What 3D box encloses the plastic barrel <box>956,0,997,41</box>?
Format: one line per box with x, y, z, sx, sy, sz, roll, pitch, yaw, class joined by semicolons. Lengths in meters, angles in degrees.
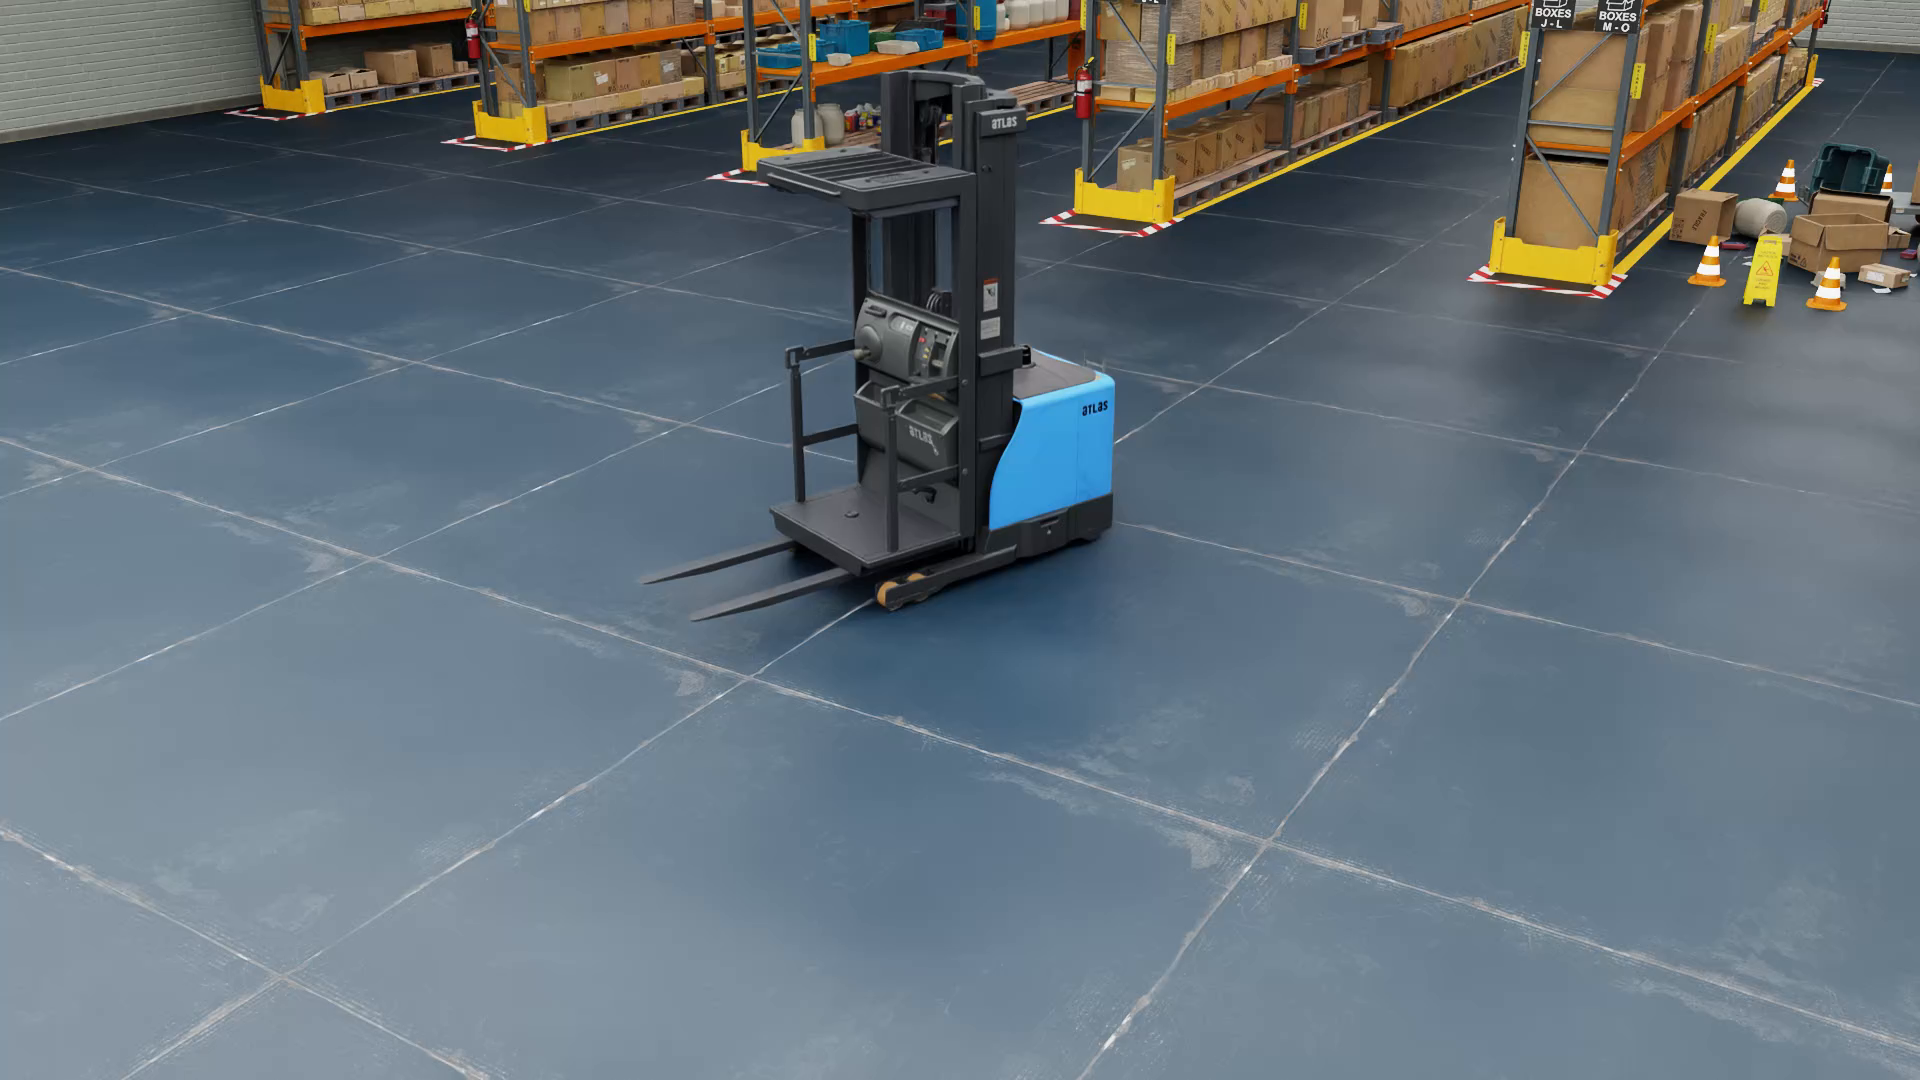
0.243;-7.855;24.488;0.600;0.901;0.708;14;27;29;plastic barrel

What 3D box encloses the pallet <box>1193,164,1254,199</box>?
3.022;-4.593;21.093;1.003;0.211;1.213;14;27;29;pallet

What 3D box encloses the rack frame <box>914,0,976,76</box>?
-0.219;-7.558;24.433;1.000;3.000;0.127;14;27;29;rack frame

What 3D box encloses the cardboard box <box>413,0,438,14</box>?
-9.150;-9.012;27.954;0.500;0.250;0.500;14;27;29;cardboard box

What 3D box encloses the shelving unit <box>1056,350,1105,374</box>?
0.790;-0.719;11.088;0.252;1.050;0.215;-17;29;-34;shelving unit

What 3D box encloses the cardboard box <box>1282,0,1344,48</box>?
4.527;-7.227;22.384;1.000;1.000;1.000;14;27;29;cardboard box

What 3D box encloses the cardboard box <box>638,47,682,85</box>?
-4.757;-7.504;26.296;0.500;0.500;0.500;14;27;29;cardboard box

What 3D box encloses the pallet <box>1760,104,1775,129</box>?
11.960;-6.604;25.739;1.003;0.211;1.213;14;27;29;pallet

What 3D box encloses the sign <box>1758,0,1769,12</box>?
10.733;-7.213;22.178;0.100;0.325;0.005;14;27;29;sign

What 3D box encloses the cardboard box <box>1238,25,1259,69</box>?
3.228;-6.212;20.824;0.875;0.500;0.500;14;27;29;cardboard box

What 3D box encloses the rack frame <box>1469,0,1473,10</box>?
8.209;-9.220;28.272;1.000;3.000;0.127;14;27;29;rack frame

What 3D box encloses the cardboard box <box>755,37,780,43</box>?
-3.381;-8.669;29.227;0.500;0.311;0.500;13;27;28;cardboard box

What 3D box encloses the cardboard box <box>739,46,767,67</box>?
-3.455;-8.215;28.178;0.500;0.311;0.500;13;27;27;cardboard box

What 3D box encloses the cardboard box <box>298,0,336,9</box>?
-10.238;-8.667;26.213;0.500;0.500;0.500;14;27;29;cardboard box

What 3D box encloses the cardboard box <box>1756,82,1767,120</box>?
11.648;-6.544;24.709;0.500;0.500;0.500;13;27;28;cardboard box

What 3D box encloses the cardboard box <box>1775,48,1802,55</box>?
14.234;-8.349;28.572;0.380;0.149;0.250;14;27;30;cardboard box

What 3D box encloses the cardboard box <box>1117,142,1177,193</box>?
2.223;-4.423;19.808;0.500;0.500;0.500;20;30;38;cardboard box

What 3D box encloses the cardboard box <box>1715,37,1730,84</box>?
9.187;-5.952;20.598;0.500;0.500;0.500;14;27;29;cardboard box

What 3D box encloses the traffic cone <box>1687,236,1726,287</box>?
7.526;-2.814;16.667;0.336;0.463;0.334;14;27;29;traffic cone

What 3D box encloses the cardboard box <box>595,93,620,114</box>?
-5.538;-6.651;25.269;0.500;0.250;0.500;14;27;29;cardboard box

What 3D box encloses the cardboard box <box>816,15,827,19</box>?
-3.393;-11.952;37.201;0.700;0.500;0.500;15;27;30;cardboard box

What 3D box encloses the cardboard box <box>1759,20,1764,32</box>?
11.230;-7.346;23.731;0.380;0.149;0.250;15;28;31;cardboard box

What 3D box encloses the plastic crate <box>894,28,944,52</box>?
-0.572;-7.059;23.468;0.499;0.251;0.616;14;27;29;plastic crate

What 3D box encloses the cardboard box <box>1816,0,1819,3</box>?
14.185;-9.301;27.958;0.500;0.500;0.500;13;27;28;cardboard box

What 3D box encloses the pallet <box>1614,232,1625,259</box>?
6.395;-3.103;17.652;1.003;0.211;1.213;14;27;29;pallet

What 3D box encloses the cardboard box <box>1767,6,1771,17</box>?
11.502;-7.658;24.078;0.380;0.149;0.250;15;28;31;cardboard box

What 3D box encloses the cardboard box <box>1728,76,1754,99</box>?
10.829;-6.368;23.358;0.500;0.250;0.500;13;26;27;cardboard box

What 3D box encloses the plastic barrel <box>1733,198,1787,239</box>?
8.855;-3.560;18.440;0.421;0.421;0.512;-7;24;-17;plastic barrel

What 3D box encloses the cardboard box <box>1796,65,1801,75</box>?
13.909;-7.926;27.969;0.380;0.149;0.250;14;27;30;cardboard box

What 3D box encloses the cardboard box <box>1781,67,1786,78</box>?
12.923;-7.457;26.511;0.380;0.149;0.250;15;28;31;cardboard box

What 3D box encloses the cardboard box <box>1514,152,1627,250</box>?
6.341;-3.557;17.336;0.875;0.875;0.875;14;27;29;cardboard box

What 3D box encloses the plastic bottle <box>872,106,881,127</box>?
-1.182;-6.095;23.927;0.152;0.276;0.135;14;27;29;plastic bottle

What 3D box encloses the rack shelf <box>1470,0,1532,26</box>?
9.264;-9.565;29.974;1.077;0.370;4.000;14;27;29;rack shelf

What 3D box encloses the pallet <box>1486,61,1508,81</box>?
9.320;-8.594;30.336;1.003;0.211;1.213;14;27;29;pallet

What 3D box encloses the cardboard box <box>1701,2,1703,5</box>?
8.407;-6.120;19.727;0.700;0.500;0.500;13;27;28;cardboard box

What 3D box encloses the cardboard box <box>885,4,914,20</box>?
-1.194;-10.246;32.292;0.500;0.250;0.500;14;27;29;cardboard box

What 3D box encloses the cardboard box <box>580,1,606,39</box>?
-5.738;-7.792;24.849;0.700;0.500;0.500;14;27;29;cardboard box

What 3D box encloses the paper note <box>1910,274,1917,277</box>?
9.682;-2.717;17.002;0.142;0.019;0.148;-17;29;-35;paper note

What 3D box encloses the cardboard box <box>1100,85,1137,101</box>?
1.854;-5.194;19.288;0.380;0.149;0.250;14;27;29;cardboard box

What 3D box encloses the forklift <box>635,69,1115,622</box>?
-0.486;-1.169;9.762;3.031;2.935;1.130;-17;29;-34;forklift

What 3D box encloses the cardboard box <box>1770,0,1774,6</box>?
11.636;-7.881;24.217;0.380;0.149;0.250;13;26;27;cardboard box

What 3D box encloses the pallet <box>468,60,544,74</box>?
-8.226;-8.617;30.390;1.003;0.211;1.213;14;27;29;pallet

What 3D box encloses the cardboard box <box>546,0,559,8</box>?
-6.008;-7.768;23.975;0.380;0.149;0.250;13;27;28;cardboard box

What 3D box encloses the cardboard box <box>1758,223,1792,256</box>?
8.808;-3.226;17.867;0.396;0.266;0.258;20;30;38;cardboard box

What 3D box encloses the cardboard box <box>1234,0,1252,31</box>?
3.192;-6.446;20.105;0.500;0.500;0.500;14;27;29;cardboard box

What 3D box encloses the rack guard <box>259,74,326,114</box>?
-10.705;-7.162;26.666;1.175;0.500;0.348;14;27;29;rack guard

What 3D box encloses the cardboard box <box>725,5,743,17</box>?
-3.784;-8.738;27.475;0.380;0.149;0.250;14;27;29;cardboard box

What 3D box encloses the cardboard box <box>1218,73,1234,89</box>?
3.106;-5.587;20.196;0.380;0.149;0.250;14;27;29;cardboard box

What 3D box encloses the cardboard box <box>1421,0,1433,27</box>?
7.124;-8.371;26.185;0.500;0.500;0.500;13;27;28;cardboard box

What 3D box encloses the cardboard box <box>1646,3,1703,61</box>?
7.735;-5.683;18.555;0.875;0.550;0.550;14;27;29;cardboard box

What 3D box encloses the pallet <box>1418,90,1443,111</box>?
7.224;-7.251;27.233;1.003;0.211;1.213;14;27;29;pallet

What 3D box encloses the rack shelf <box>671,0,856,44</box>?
-3.370;-8.942;28.536;1.077;0.370;4.000;14;27;29;rack shelf

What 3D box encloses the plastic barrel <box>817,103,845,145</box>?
-1.782;-5.666;22.666;0.421;0.512;0.421;0;23;0;plastic barrel
